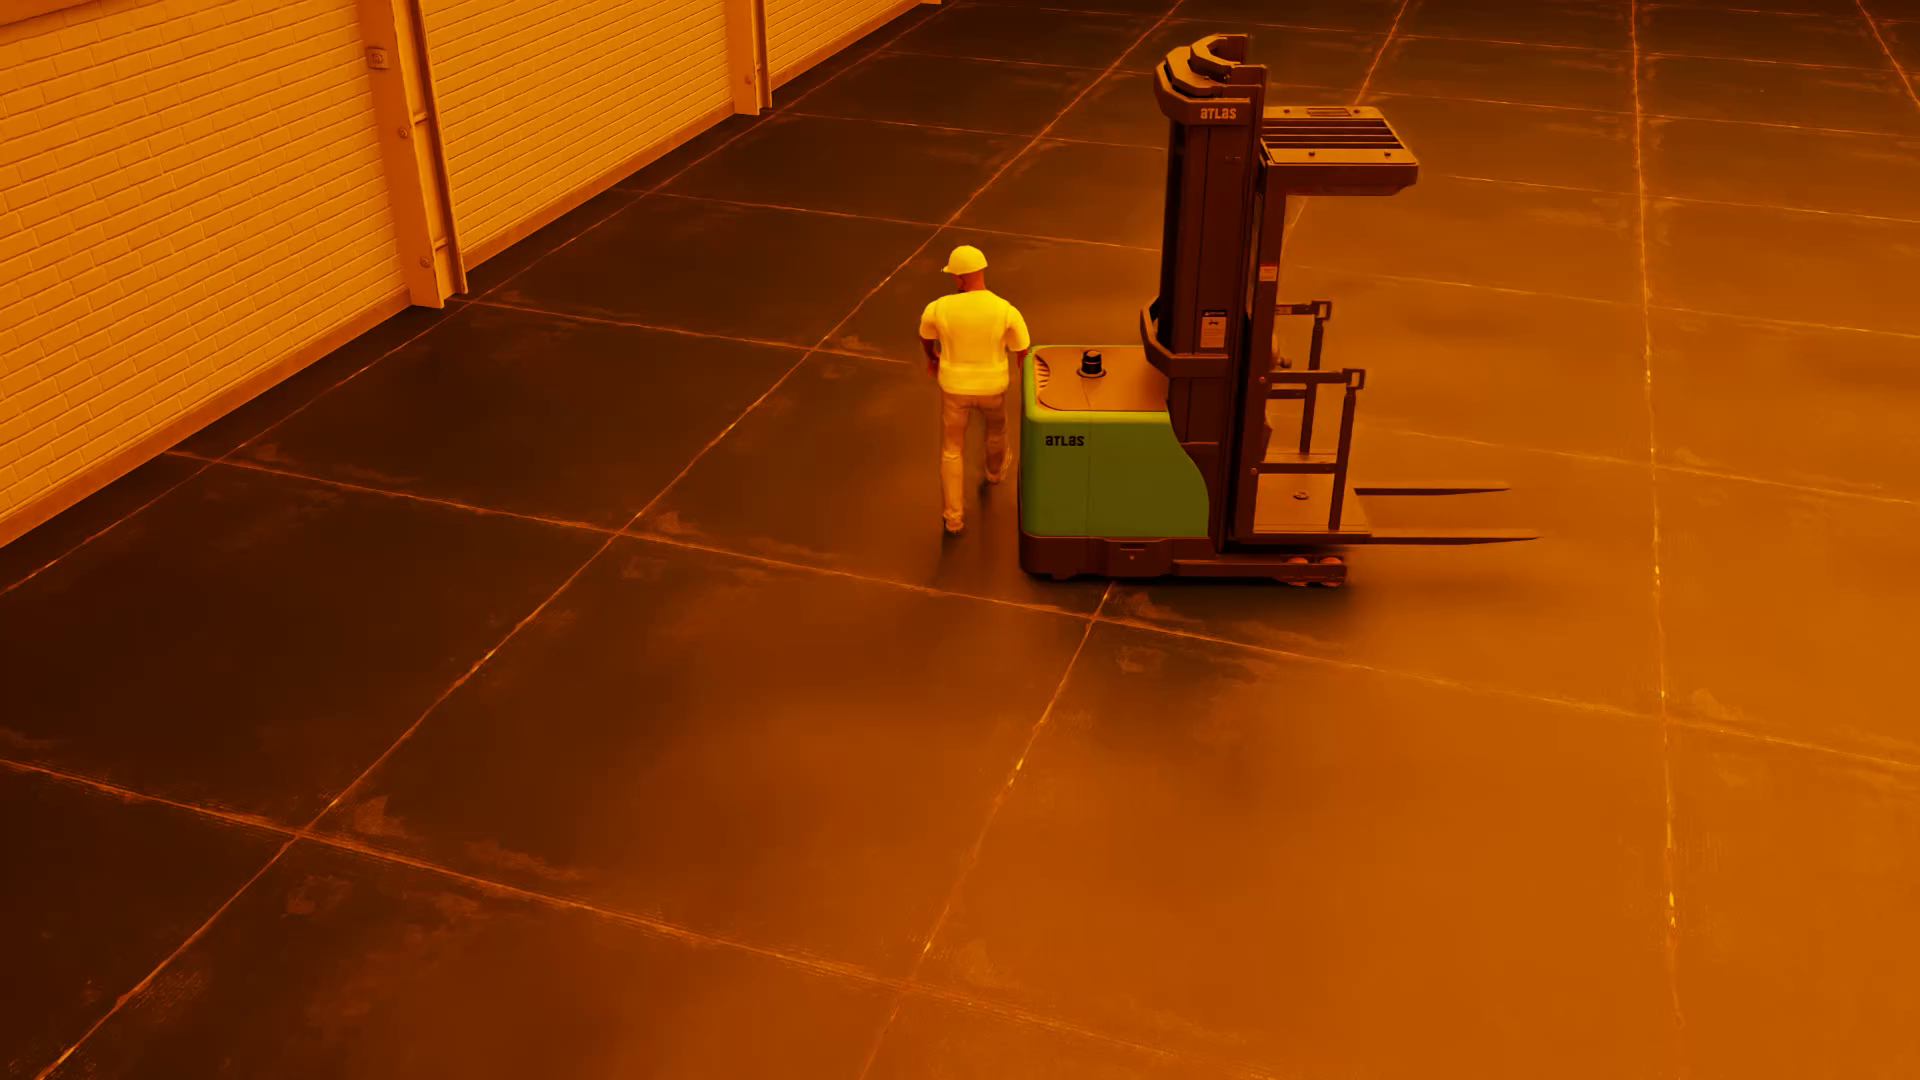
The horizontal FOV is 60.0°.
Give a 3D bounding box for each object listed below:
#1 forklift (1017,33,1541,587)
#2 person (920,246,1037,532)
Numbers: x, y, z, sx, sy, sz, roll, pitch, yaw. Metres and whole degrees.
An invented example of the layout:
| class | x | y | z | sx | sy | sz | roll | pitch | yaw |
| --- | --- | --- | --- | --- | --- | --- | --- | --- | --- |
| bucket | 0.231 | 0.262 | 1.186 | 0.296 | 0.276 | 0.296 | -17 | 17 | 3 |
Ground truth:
| class | x | y | z | sx | sy | sz | roll | pitch | yaw |
| --- | --- | --- | --- | --- | --- | --- | --- | --- | --- |
| forklift | 1.871 | -1.270 | 9.365 | 3.031 | 2.935 | 1.130 | 0 | 30 | 1 |
| person | 0.126 | -0.994 | 10.130 | 0.737 | 1.713 | 0.910 | 0 | 30 | 1 |
